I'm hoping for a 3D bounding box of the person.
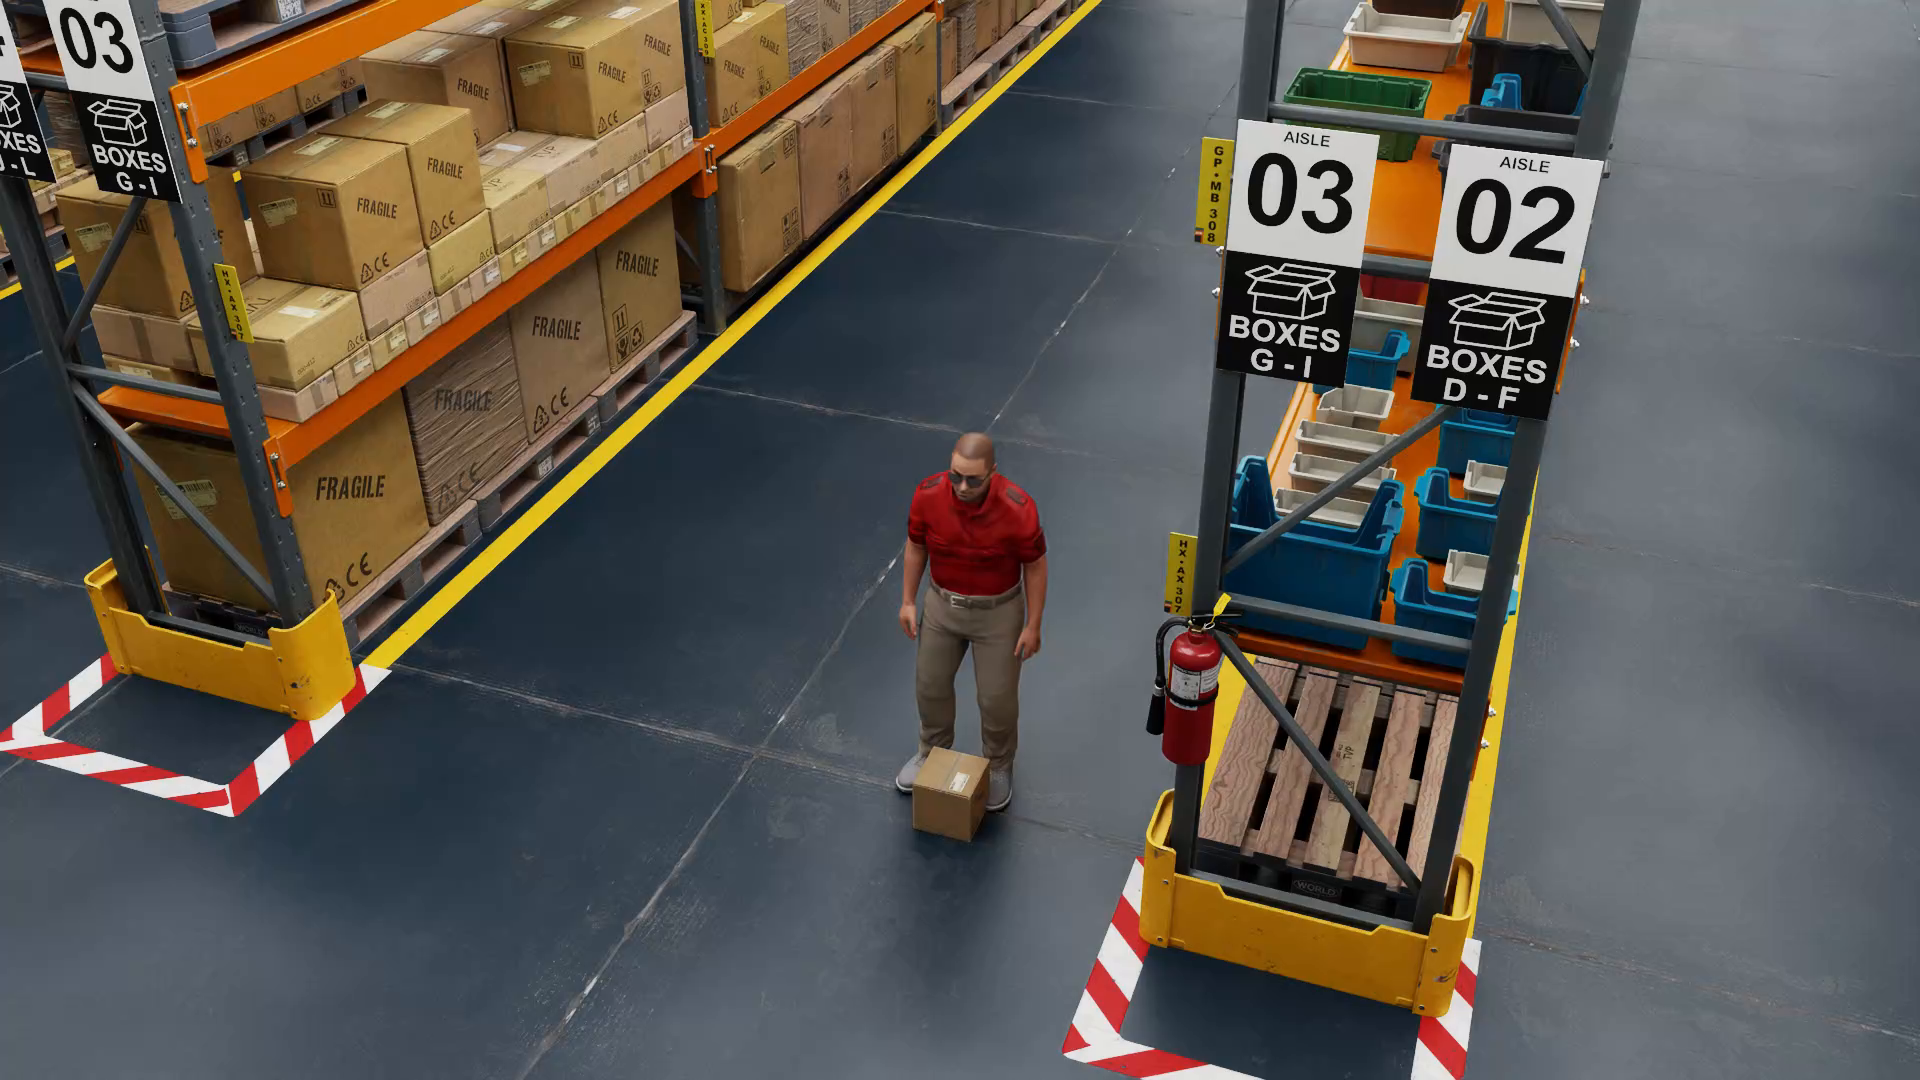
[{"bbox_3d":[0.048,0.302,6.688,0.594,1.727,0.386,10,34,15],"label":"person"}]
